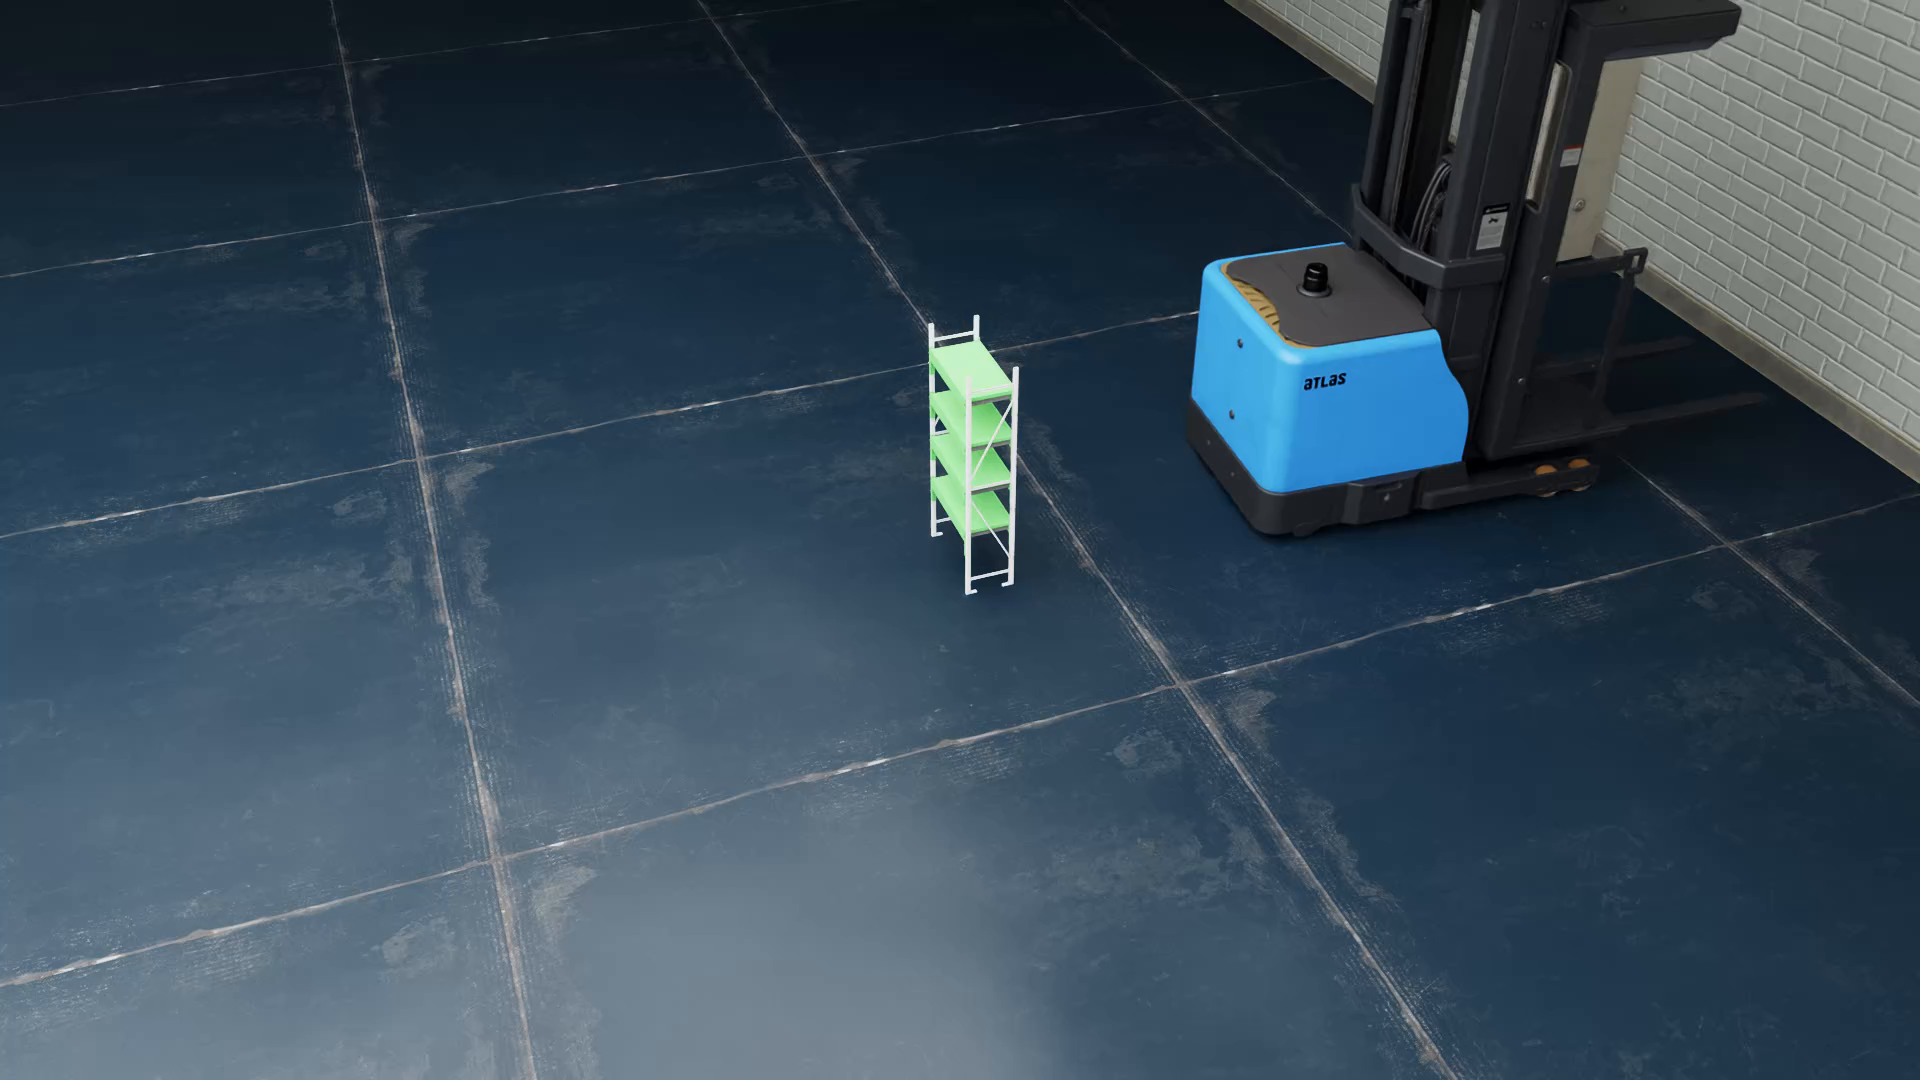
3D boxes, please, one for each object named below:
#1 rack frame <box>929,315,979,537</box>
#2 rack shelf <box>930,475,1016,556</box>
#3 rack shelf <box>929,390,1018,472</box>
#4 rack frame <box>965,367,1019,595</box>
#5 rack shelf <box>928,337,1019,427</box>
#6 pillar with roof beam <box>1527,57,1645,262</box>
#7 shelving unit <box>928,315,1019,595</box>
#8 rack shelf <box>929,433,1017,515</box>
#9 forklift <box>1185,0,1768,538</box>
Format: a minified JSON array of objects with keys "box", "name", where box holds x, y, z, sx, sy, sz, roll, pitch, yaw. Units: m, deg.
[{"box":[-0.027,-0.524,7.948,0.240,1.200,0.015,-12,39,-16],"name":"rack frame"},{"box":[0.057,-0.143,7.948,0.258,0.148,0.480,-12,39,-16],"name":"rack shelf"},{"box":[0.057,-0.526,7.659,0.258,0.148,0.480,-12,39,-16],"name":"rack shelf"},{"box":[0.141,-0.248,7.582,0.240,1.200,0.015,-12,39,-16],"name":"rack frame"},{"box":[0.057,-0.718,7.515,0.258,0.148,0.480,-12,39,-16],"name":"rack shelf"},{"box":[-0.171,-4.618,6.902,9.100,9.000,0.400,-12,39,-16],"name":"pillar with roof beam"},{"box":[0.057,-0.386,7.765,0.258,1.200,0.503,-12,39,-16],"name":"shelving unit"},{"box":[0.057,-0.335,7.803,0.258,0.148,0.480,-12,39,-16],"name":"rack shelf"},{"box":[2.777,-1.684,8.050,3.031,2.935,1.130,-10,38,-13],"name":"forklift"}]
